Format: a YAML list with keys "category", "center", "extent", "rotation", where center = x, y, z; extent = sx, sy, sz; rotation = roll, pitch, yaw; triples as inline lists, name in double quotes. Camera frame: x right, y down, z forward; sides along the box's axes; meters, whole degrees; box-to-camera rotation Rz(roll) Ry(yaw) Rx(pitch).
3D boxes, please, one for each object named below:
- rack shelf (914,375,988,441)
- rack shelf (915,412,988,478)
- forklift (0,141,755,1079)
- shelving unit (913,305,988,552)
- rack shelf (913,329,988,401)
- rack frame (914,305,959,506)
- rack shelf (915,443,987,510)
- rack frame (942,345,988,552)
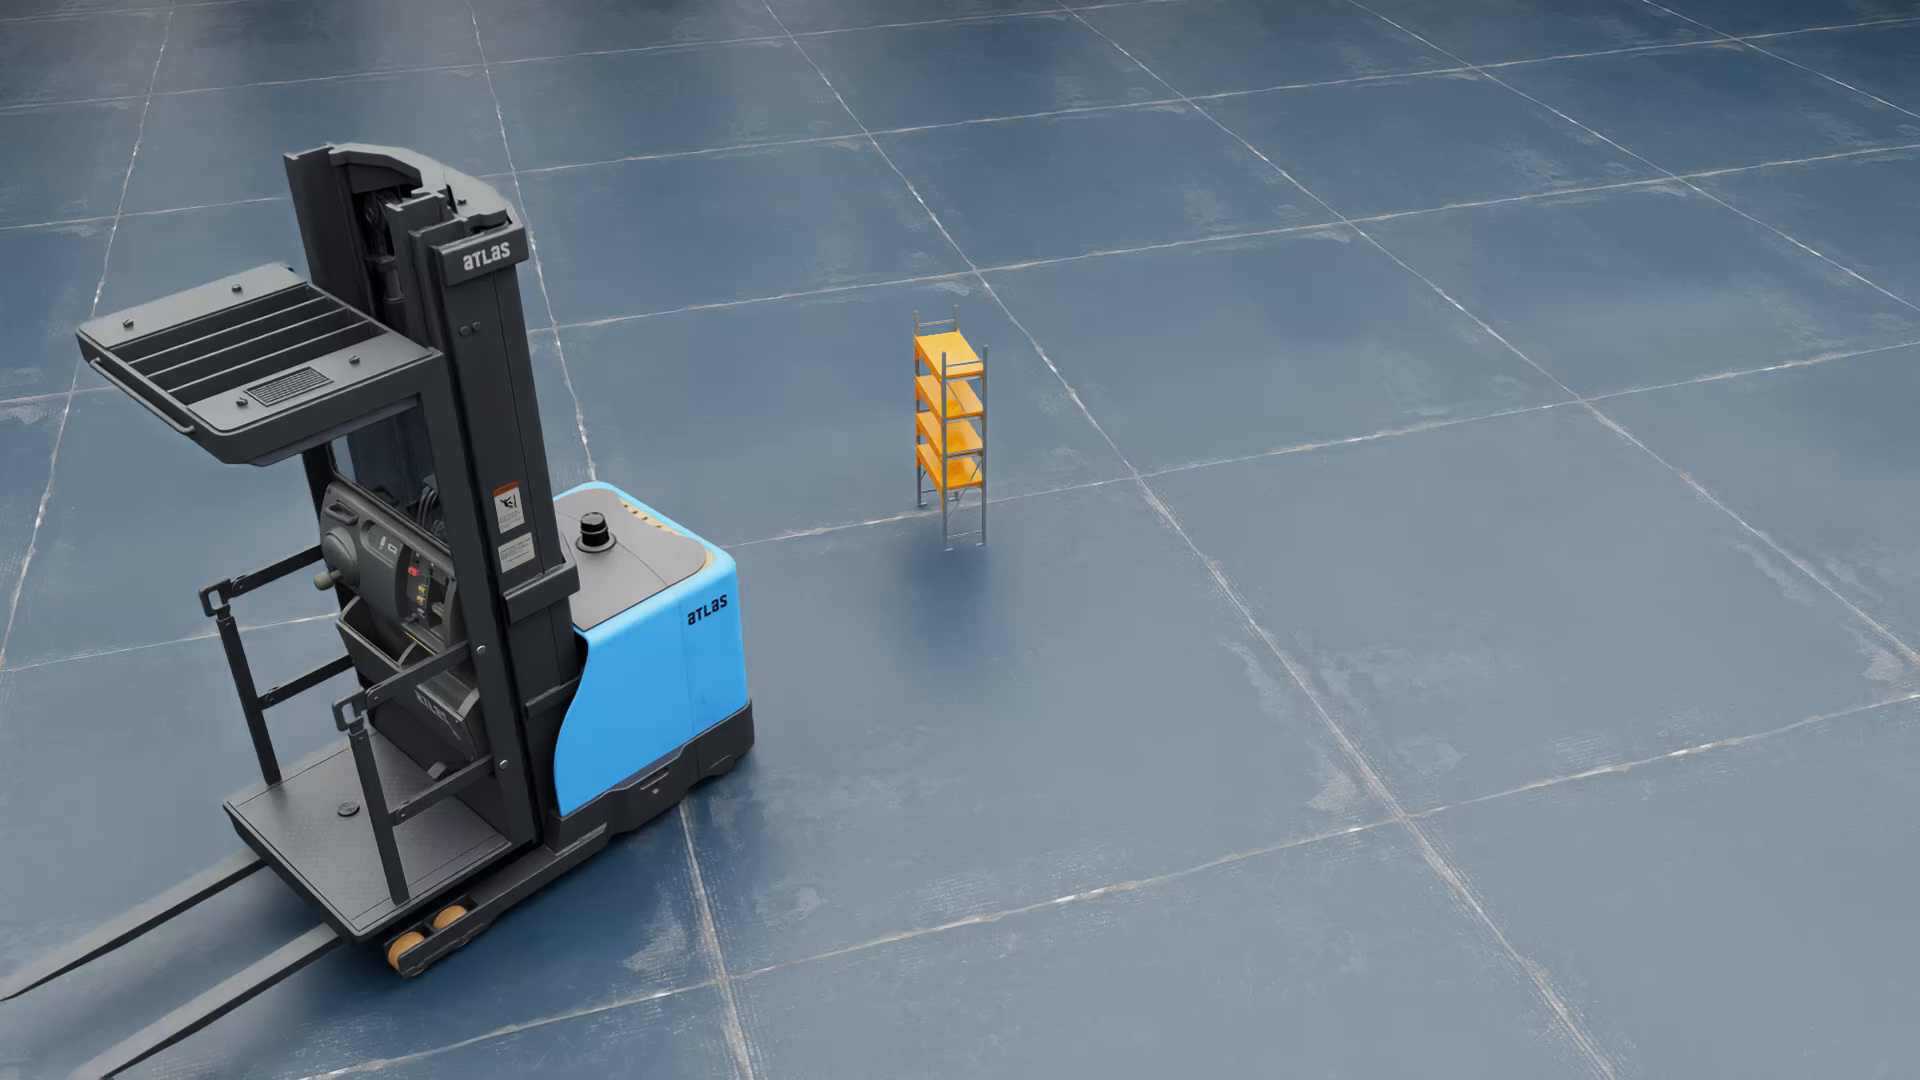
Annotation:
- category: "rack shelf"
  center: [-0.051, -0.718, 8.784]
  extent: [0.258, 0.148, 0.480]
  rotation: [-10, 35, -15]
- category: "rack shelf"
  center: [-0.051, -0.531, 8.907]
  extent: [0.258, 0.148, 0.480]
  rotation: [-10, 35, -15]
- category: "forklift"
  center: [-2.309, 0.157, 6.173]
  extent: [1.130, 2.935, 3.031]
  rotation: [27, 42, 35]
- category: "shelving unit"
  center: [-0.051, -0.587, 8.870]
  extent: [0.258, 1.200, 0.503]
  rotation: [-10, 35, -15]
- category: "rack shelf"
  center: [-0.051, -0.915, 8.654]
  extent: [0.258, 0.148, 0.480]
  rotation: [-10, 35, -15]
- category: "rack frame"
  center: [-0.125, -0.716, 9.064]
  extent: [0.240, 1.200, 0.015]
  rotation: [-10, 35, -15]
- category: "rack shelf"
  center: [-0.051, -0.366, 9.017]
  extent: [0.258, 0.148, 0.480]
  rotation: [-10, 35, -15]
- category: "rack frame"
  center: [0.024, -0.459, 8.676]
  extent: [0.240, 1.200, 0.015]
  rotation: [-10, 35, -15]
